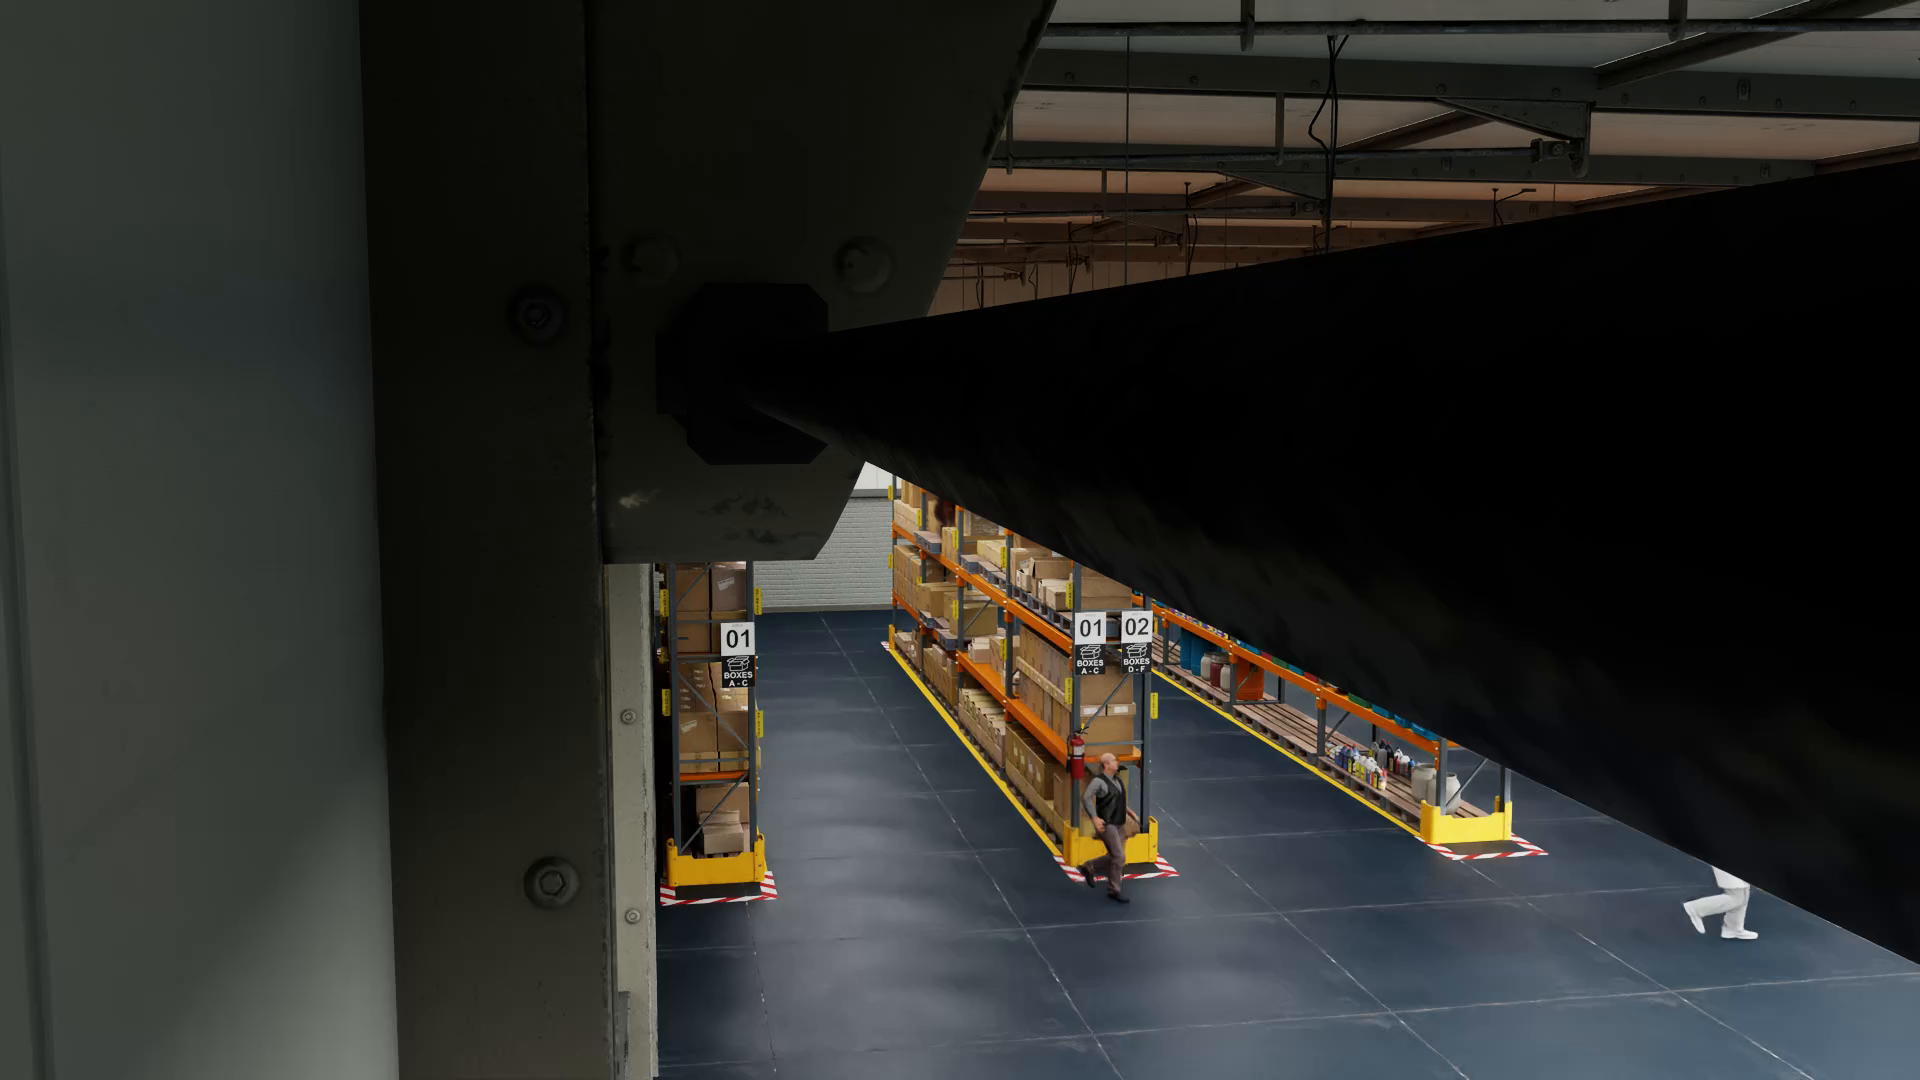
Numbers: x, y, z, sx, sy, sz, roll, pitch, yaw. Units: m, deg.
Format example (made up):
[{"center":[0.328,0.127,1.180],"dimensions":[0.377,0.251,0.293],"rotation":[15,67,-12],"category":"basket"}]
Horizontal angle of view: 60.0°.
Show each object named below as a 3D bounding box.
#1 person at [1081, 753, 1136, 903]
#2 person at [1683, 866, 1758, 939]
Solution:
[{"center":[1.778,3.382,19.706],"dimensions":[0.698,1.694,0.709],"rotation":[4,7,34],"category":"person"},{"center":[8.332,3.506,18.170],"dimensions":[0.803,1.733,0.717],"rotation":[1,6,11],"category":"person"}]
